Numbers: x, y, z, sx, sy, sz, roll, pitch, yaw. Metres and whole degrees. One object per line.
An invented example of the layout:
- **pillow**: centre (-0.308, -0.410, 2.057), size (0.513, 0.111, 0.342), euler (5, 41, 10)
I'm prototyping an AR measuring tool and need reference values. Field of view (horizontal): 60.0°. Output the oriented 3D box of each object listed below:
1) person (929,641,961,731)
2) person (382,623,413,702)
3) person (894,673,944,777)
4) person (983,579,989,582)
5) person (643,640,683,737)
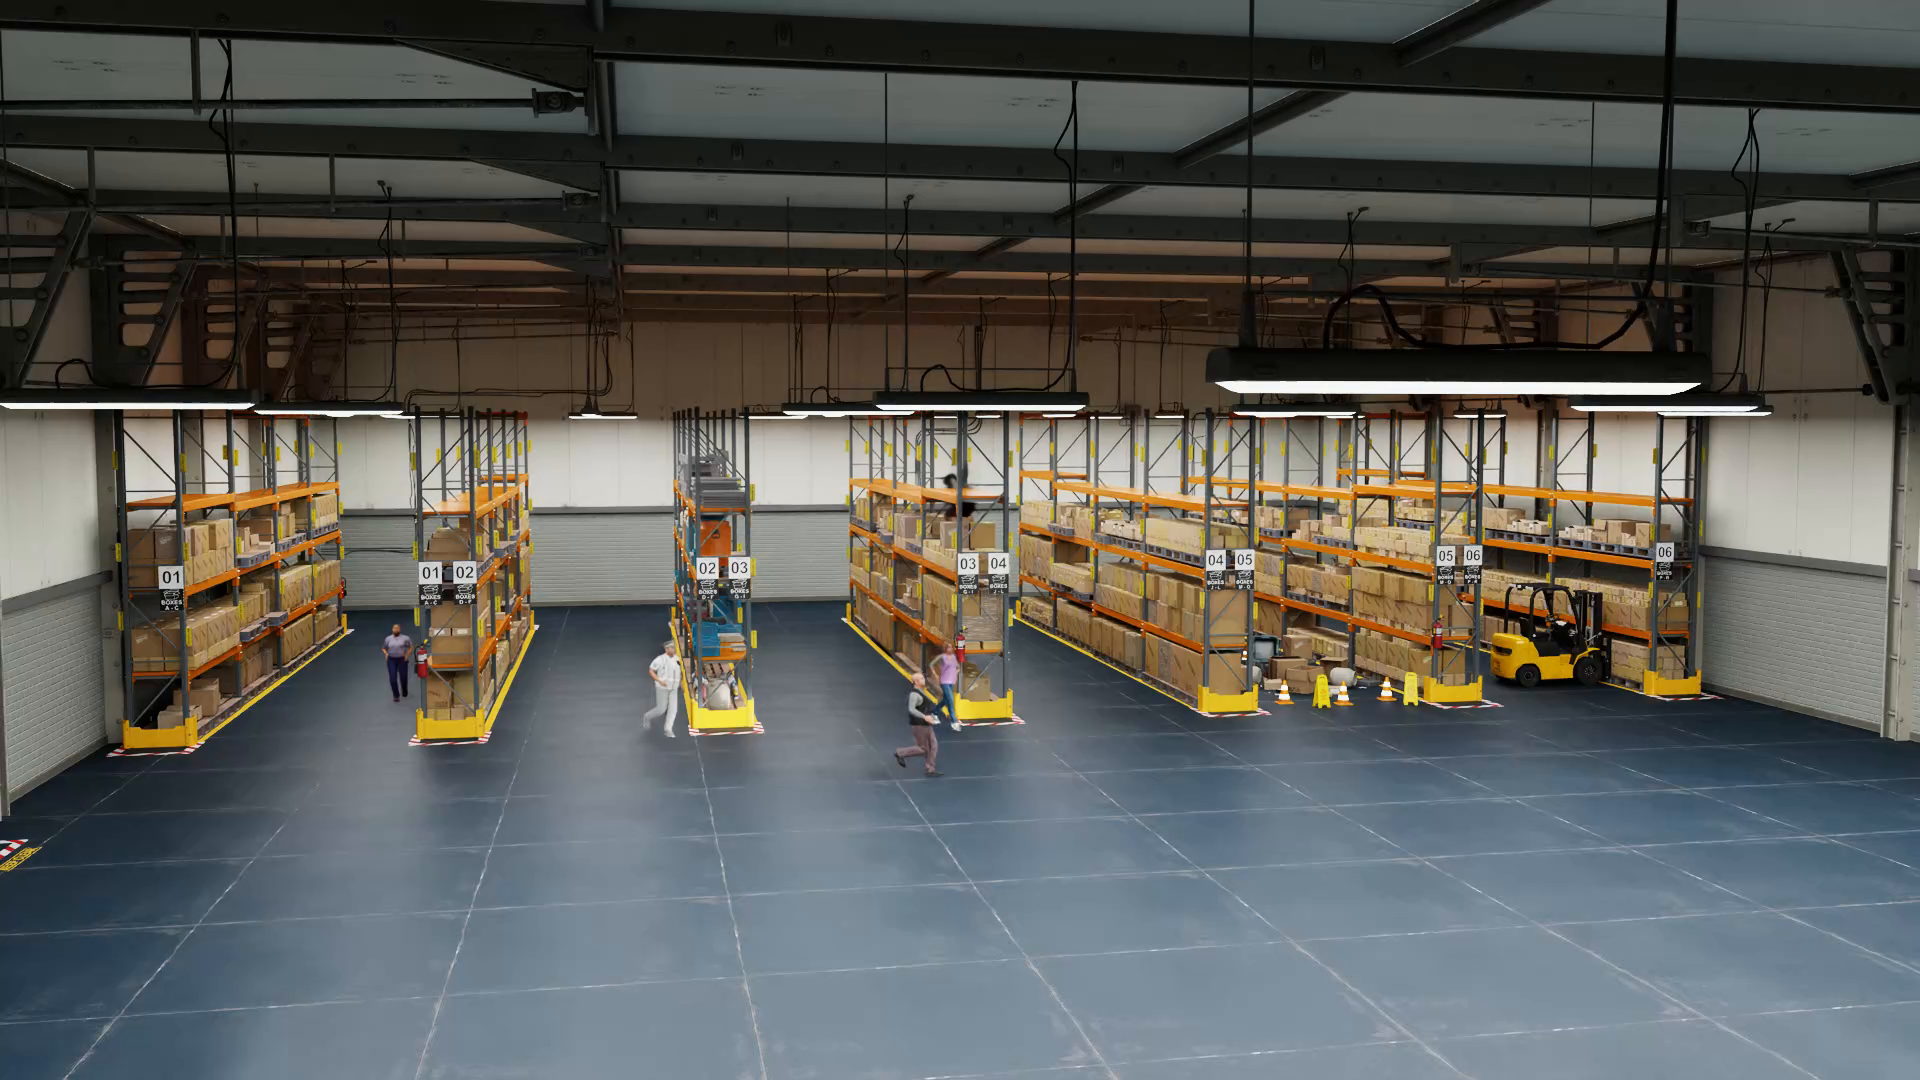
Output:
- **person**: centre (-0.228, 2.705, 31.124), size (0.819, 1.610, 0.571), euler (4, 5, 41)
- **person**: centre (-11.509, 2.507, 34.010), size (0.603, 1.596, 0.551), euler (-1, 4, -14)
- **person**: centre (-0.647, 2.984, 26.838), size (0.808, 1.686, 0.676), euler (1, 4, 11)
- **person**: centre (0.812, 1.513, 46.661), size (0.679, 1.818, 0.767), euler (-1, 4, -9)
- **person**: centre (-5.342, 2.693, 30.466), size (0.845, 1.731, 0.719), euler (4, 6, 44)
